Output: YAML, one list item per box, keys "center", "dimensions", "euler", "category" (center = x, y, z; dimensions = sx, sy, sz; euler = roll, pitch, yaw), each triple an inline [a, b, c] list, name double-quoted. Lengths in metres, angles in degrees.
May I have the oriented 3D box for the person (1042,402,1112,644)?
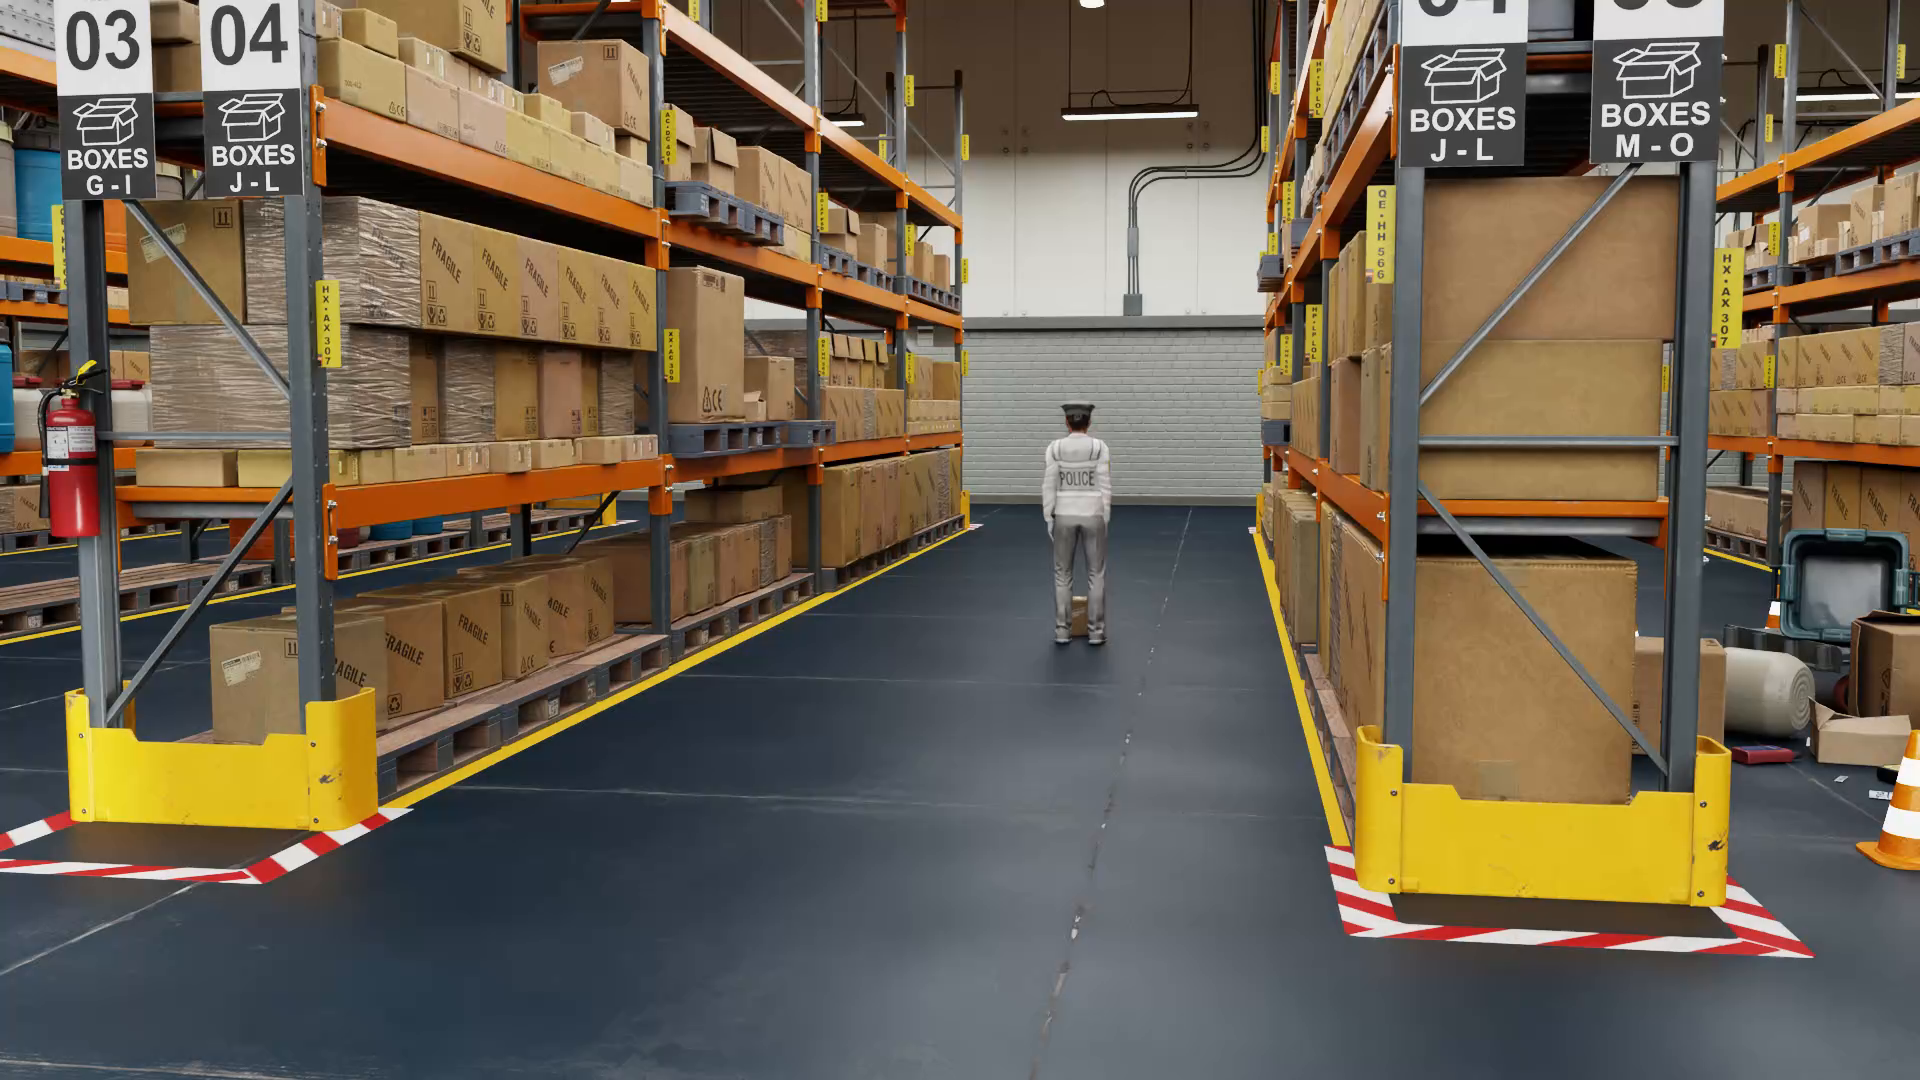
- center: [0.801, -0.113, 11.397]
  dimensions: [0.476, 1.659, 0.338]
  euler: [1, 5, 10]
  category: "person"
